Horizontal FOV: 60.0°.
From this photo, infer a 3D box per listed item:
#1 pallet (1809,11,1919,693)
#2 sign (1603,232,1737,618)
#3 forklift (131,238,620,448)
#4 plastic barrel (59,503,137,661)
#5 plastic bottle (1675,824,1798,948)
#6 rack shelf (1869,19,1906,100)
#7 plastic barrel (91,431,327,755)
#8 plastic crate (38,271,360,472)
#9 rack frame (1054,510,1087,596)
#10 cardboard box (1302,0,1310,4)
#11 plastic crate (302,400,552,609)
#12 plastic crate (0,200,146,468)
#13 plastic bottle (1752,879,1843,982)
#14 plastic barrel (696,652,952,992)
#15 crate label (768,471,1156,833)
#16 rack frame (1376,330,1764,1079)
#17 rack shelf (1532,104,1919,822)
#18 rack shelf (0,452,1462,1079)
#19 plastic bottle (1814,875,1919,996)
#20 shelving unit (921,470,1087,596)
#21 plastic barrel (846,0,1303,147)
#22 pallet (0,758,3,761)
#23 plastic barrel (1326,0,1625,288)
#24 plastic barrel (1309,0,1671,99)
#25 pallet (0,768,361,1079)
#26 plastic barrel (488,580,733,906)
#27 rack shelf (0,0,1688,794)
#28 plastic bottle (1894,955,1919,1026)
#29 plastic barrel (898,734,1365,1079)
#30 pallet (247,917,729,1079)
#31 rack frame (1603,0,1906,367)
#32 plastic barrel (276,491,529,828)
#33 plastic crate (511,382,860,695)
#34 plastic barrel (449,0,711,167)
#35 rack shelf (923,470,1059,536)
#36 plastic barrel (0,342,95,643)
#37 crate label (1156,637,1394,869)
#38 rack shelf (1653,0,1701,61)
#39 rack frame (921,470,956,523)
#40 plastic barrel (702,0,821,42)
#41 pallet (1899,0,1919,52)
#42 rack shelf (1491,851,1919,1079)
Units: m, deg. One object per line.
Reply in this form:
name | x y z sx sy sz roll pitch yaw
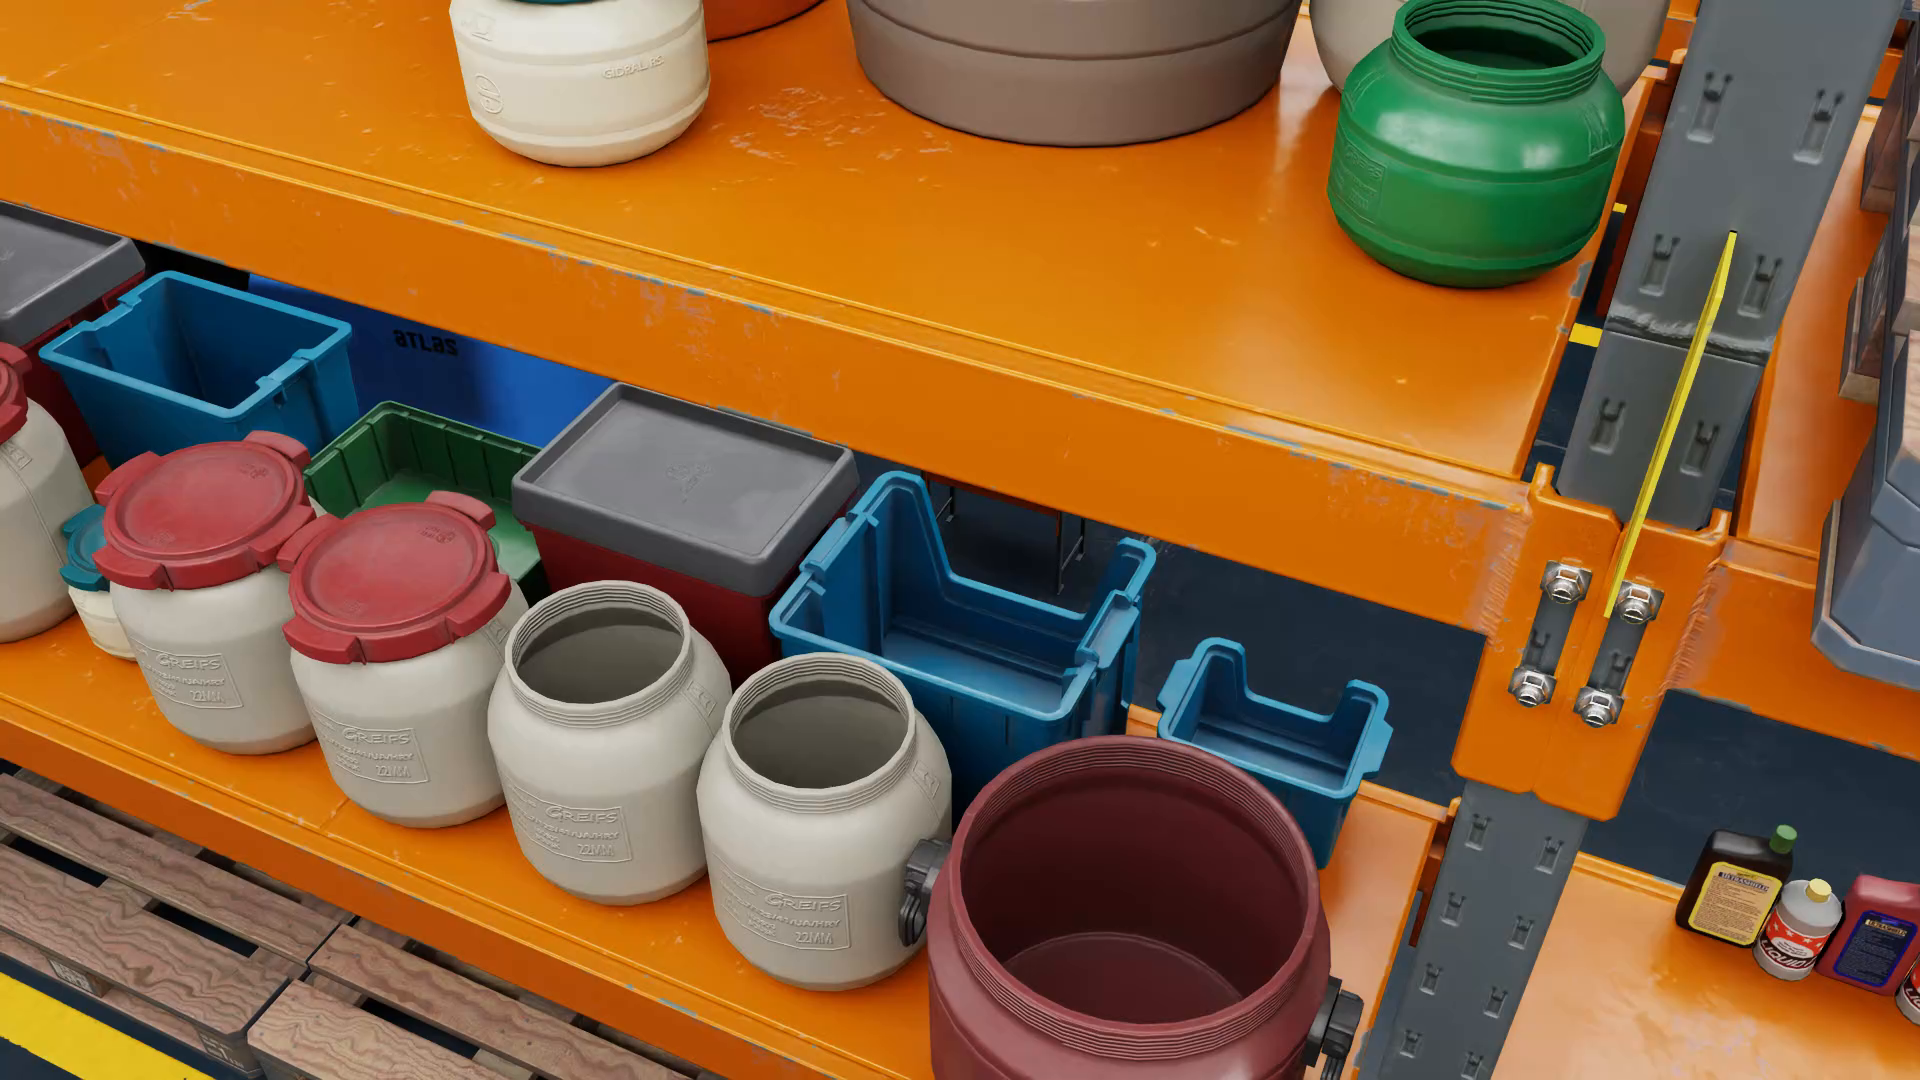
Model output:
pallet | 1.450 -0.111 1.442 1.213 0.211 1.003 17 44 19
sign | 0.572 -0.084 1.347 0.005 0.325 0.100 17 44 19
forklift | -2.717 -1.558 5.310 3.031 2.935 1.130 10 42 12
plastic barrel | -1.692 0.083 3.469 0.301 0.262 0.301 0 41 0
plastic bottle | 1.345 0.584 2.875 0.133 0.283 0.061 17 44 19
rack shelf | 4.709 -1.432 5.662 4.000 0.370 1.077 17 44 19
plastic barrel | -1.387 0.120 3.217 0.433 0.535 0.433 0 41 0
plastic crate | -1.695 -0.300 3.818 0.575 0.384 0.392 17 44 19
rack frame | 0.371 -0.340 5.226 0.015 1.200 0.240 17 44 19
cardboard box | 1.605 -2.192 7.339 0.500 0.311 0.500 16 43 17
plastic crate | -1.129 -0.032 3.658 0.662 0.188 0.450 17 44 19
plastic crate | -2.258 -0.498 3.986 0.583 0.464 0.402 17 44 19
plastic bottle | 1.442 0.658 2.853 0.097 0.201 0.097 0 41 0
plastic barrel | -0.224 0.481 2.820 0.421 0.512 0.421 0 41 0
crate label | 0.012 0.232 3.165 0.616 0.435 0.502 17 44 19
rack frame | 0.798 0.681 2.674 0.127 3.000 1.000 17 44 19
rack shelf | 2.611 0.373 1.288 4.000 0.370 1.077 17 44 19
rack shelf | -1.014 0.399 3.549 4.000 0.370 1.077 17 44 19
plastic bottle | 1.554 0.648 2.802 0.133 0.283 0.061 17 44 19
shelving unit | 0.150 -0.408 5.304 0.503 1.200 0.258 17 44 19
plastic barrel | 0.146 -0.998 1.938 0.600 0.901 0.600 0 41 0
pallet | -3.418 0.416 5.109 1.213 0.211 1.003 17 44 19
plastic barrel | 0.553 -0.432 1.786 0.294 0.245 0.294 0 41 0
plastic barrel | 0.646 -0.763 1.964 0.421 0.512 0.421 0 41 0
pallet | -2.098 0.821 4.641 1.213 0.211 1.003 17 44 19
plastic barrel | -0.606 0.364 2.954 0.421 0.512 0.421 0 41 0
rack shelf | -1.014 -0.734 2.566 4.000 0.370 1.077 17 44 19
plastic bottle | 1.651 0.722 2.779 0.097 0.201 0.097 0 41 0
plastic barrel | 0.250 0.681 2.570 0.708 0.536 0.600 17 44 19
pallet | -0.989 1.158 4.252 1.213 0.211 1.003 17 44 19
rack frame | 0.798 -1.586 0.709 0.127 3.000 1.000 17 44 19
plastic barrel | -0.995 0.240 3.079 0.433 0.535 0.433 0 41 0
plastic crate | -0.537 0.028 3.379 0.583 0.464 0.402 17 44 19
plastic barrel | -0.453 -0.614 1.983 0.301 0.262 0.301 0 41 0
rack shelf | 0.150 -0.207 5.478 0.480 0.148 0.258 17 44 19
plastic barrel | -2.052 -0.083 3.452 0.433 0.535 0.433 0 41 0
crate label | 0.575 0.405 3.120 0.416 0.233 0.303 17 44 19
rack shelf | 1.084 -2.540 6.940 4.000 0.370 1.077 17 44 19
rack frame | -0.071 -0.475 5.382 0.015 1.200 0.240 17 44 19
plastic barrel | -0.447 -1.152 2.171 0.708 0.830 0.600 17 44 19
pallet | 3.540 -2.039 5.959 1.003 0.211 1.213 17 44 19
rack shelf | 2.611 1.507 2.271 4.000 0.370 1.077 17 44 19
